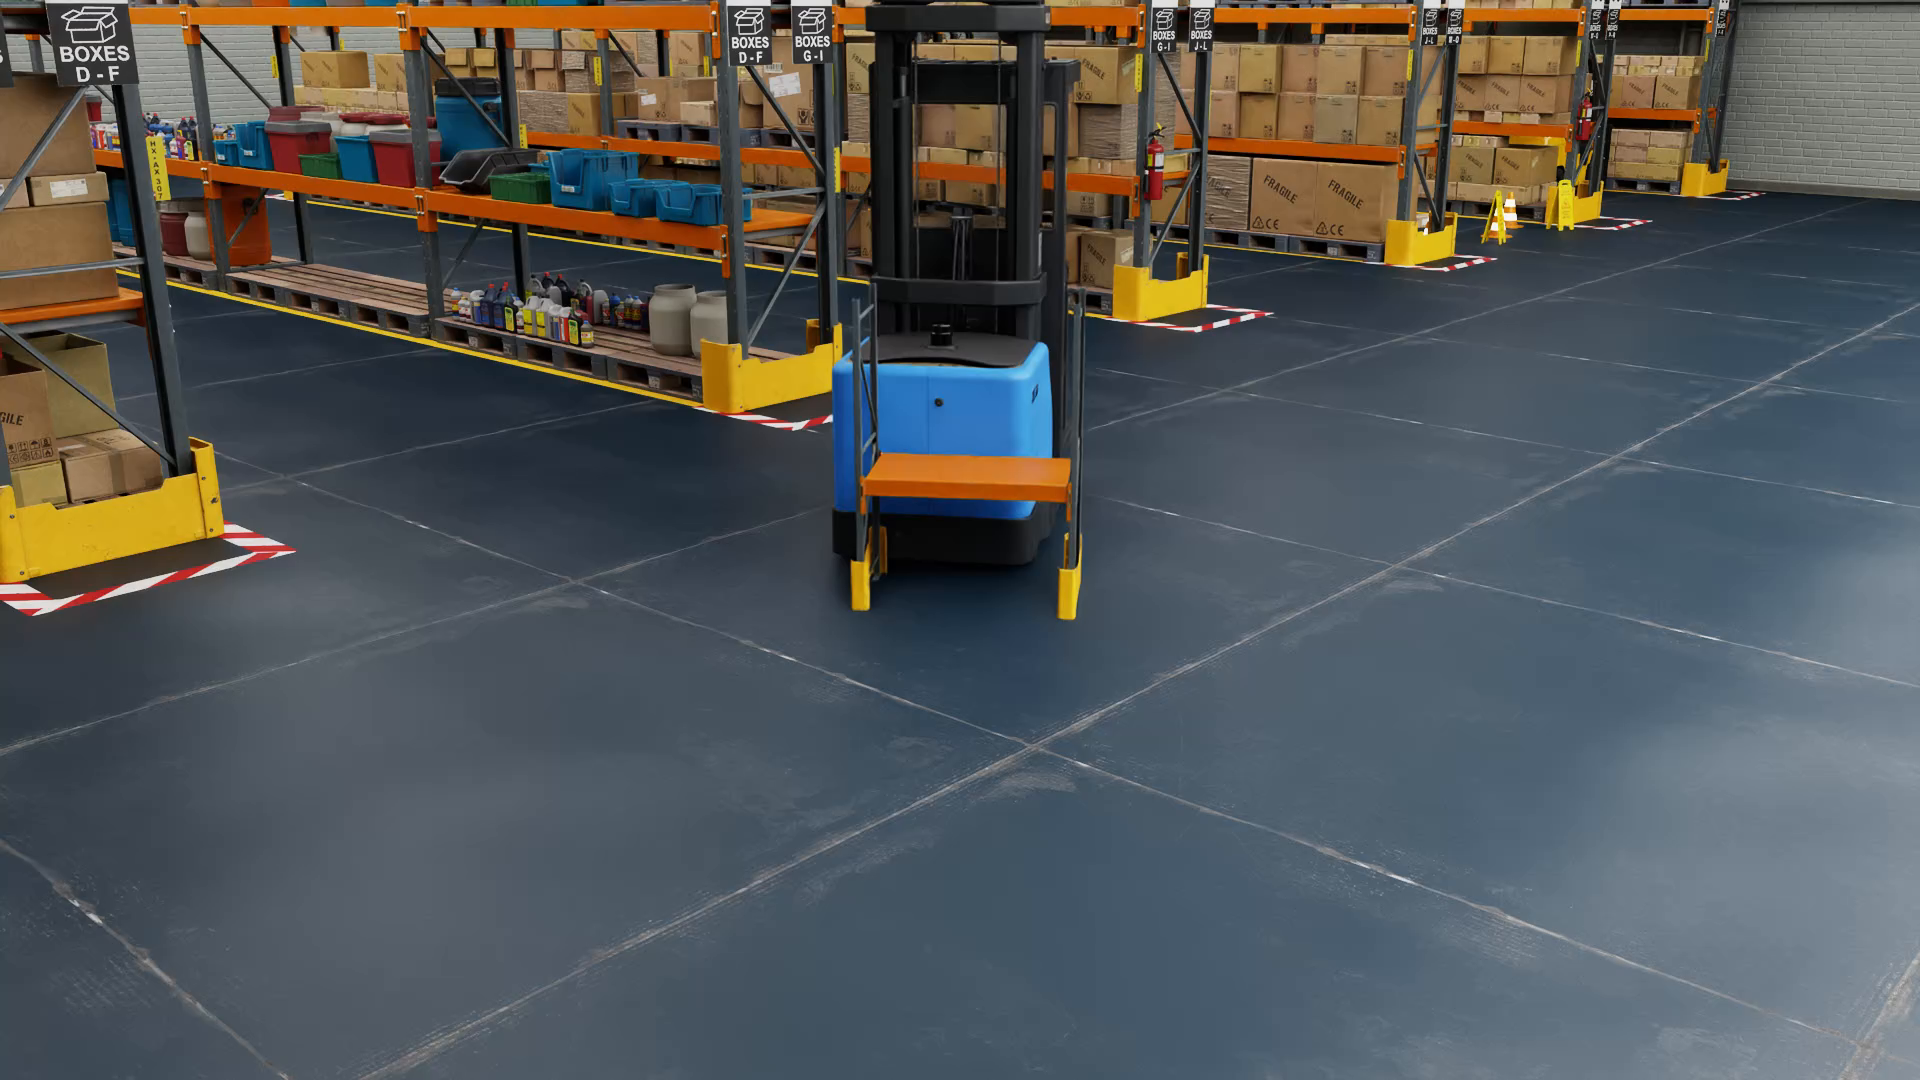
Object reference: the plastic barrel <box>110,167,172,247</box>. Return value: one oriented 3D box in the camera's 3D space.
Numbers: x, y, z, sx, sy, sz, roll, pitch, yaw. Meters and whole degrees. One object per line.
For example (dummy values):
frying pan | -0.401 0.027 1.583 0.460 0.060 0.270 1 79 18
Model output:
plastic barrel | -9.349 -3.847 19.051 0.708 0.901 0.600 15 23 39

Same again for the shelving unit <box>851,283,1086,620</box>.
shelving unit | 0.044 -0.441 8.020 1.083 1.500 0.587 2 18 7

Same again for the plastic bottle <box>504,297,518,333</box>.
plastic bottle | -3.726 -1.875 13.824 0.133 0.283 0.061 16 24 42

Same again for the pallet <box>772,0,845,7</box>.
pallet | -1.394 -5.905 18.112 1.003 0.211 1.213 15 23 39

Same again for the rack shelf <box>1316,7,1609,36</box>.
rack shelf | 7.070 -7.344 23.525 4.000 0.370 1.077 15 23 39

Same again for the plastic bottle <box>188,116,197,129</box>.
plastic bottle | -8.546 -4.547 18.563 0.185 0.351 0.144 15 23 39

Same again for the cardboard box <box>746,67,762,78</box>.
cardboard box | -3.042 -7.149 25.416 0.250 0.149 0.380 15 23 39

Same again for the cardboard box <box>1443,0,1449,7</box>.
cardboard box | 6.935 -7.473 23.155 0.250 0.149 0.380 15 23 39

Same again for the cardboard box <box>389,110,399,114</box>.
cardboard box | -7.817 -5.994 23.455 0.250 0.149 0.380 15 23 38

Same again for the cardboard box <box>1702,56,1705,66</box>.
cardboard box | 11.749 -7.594 26.352 0.250 0.149 0.380 14 23 38

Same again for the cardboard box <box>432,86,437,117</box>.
cardboard box | -6.809 -5.922 22.648 0.500 0.500 0.500 15 23 39

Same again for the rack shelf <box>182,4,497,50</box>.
rack shelf | -5.787 -4.785 15.460 4.000 0.370 1.077 15 23 39

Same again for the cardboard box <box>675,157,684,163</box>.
cardboard box | -4.488 -6.201 27.219 0.250 0.149 0.380 14 22 37

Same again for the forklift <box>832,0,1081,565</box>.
forklift | 0.089 -1.673 9.537 1.130 2.935 3.031 3 18 9

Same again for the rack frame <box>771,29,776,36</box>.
rack frame | -3.401 -9.069 32.728 0.127 3.000 1.000 15 23 39

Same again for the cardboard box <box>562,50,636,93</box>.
cardboard box | -4.531 -5.896 20.909 0.637 0.503 0.797 16 24 41

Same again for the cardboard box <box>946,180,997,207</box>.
cardboard box | 0.425 -5.133 23.350 0.750 0.750 1.050 15 23 40

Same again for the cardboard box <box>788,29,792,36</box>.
cardboard box | -3.076 -9.732 31.926 0.250 0.149 0.380 16 23 41

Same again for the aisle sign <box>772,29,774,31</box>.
aisle sign | -3.647 -10.256 32.173 0.004 0.787 0.394 15 23 39

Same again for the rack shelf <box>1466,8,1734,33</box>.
rack shelf | 10.362 -8.468 27.066 4.000 0.370 1.077 15 23 39

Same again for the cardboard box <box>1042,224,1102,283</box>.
cardboard box | 1.063 -2.864 16.615 0.500 0.500 0.500 -11 21 -31

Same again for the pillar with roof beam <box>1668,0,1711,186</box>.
pillar with roof beam | 9.078 -9.209 23.252 0.400 9.000 9.100 15 23 39

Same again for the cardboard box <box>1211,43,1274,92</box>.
cardboard box | 3.419 -5.800 20.394 0.550 0.550 0.875 15 23 39

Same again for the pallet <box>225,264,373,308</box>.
pallet | -6.729 -2.606 16.975 1.213 0.211 1.003 15 23 39

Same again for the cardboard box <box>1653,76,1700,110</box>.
cardboard box | 11.316 -7.067 26.255 0.500 0.500 0.500 14 23 38

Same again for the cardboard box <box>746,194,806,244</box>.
cardboard box | -2.211 -3.776 19.455 0.500 0.500 0.700 13 22 35

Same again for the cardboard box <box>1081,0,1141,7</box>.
cardboard box | 1.459 -5.011 15.233 0.500 0.250 0.500 16 23 40

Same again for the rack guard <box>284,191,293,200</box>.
rack guard | -9.997 -5.640 26.056 0.348 0.500 1.175 15 23 39

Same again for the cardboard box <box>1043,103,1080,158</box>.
cardboard box | 1.142 -3.993 16.078 0.500 0.500 0.875 15 23 39

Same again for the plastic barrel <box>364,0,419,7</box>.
plastic barrel | -4.815 -5.018 14.177 0.708 0.901 0.600 15 23 39

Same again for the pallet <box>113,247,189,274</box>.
pallet | -8.808 -3.164 18.733 1.213 0.211 1.003 15 23 39

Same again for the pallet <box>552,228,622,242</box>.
pallet | -4.535 -4.066 21.576 1.213 0.211 1.003 15 23 39

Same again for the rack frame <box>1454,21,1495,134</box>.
rack frame | 8.866 -7.783 28.677 0.127 3.000 1.000 15 23 39

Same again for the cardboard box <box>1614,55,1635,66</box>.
cardboard box | 10.626 -7.686 26.640 0.250 0.149 0.380 16 23 41

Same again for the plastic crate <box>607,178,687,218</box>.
plastic crate | -2.354 -2.587 12.550 0.408 0.251 0.499 15 23 39

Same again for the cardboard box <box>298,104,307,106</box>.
cardboard box | -9.739 -6.510 25.080 0.250 0.149 0.380 15 23 38

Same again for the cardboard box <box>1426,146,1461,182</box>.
cardboard box | 7.029 -5.412 23.817 0.500 0.500 0.500 14 23 38

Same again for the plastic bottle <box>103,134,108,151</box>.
plastic bottle | -9.420 -4.413 18.388 0.097 0.201 0.097 0 18 0

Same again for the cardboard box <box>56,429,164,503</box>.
cardboard box | -4.843 -0.421 9.331 0.500 0.250 0.500 15 23 39

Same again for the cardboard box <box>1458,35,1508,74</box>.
cardboard box | 7.216 -6.758 23.136 0.500 0.500 0.700 15 23 39

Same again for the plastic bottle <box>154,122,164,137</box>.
plastic bottle | -9.083 -4.602 18.866 0.097 0.271 0.097 0 18 0

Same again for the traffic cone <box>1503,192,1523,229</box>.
traffic cone | 7.388 -4.441 22.341 0.334 0.463 0.336 15 23 39

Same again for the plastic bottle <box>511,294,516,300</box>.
plastic bottle | -3.774 -1.948 14.074 0.097 0.271 0.097 0 18 0

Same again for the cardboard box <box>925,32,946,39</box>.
cardboard box | -0.473 -9.221 30.317 0.250 0.149 0.380 15 23 38

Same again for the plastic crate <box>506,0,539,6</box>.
plastic crate | -3.292 -4.247 12.926 0.450 0.188 0.336 15 23 39

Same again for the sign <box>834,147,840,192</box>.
sign | -0.931 -2.749 12.357 0.005 0.325 0.100 15 23 39

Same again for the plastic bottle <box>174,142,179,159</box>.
plastic bottle | -8.115 -4.063 17.284 0.097 0.201 0.097 0 18 0

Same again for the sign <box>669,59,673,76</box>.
sign | -3.642 -5.859 20.831 0.005 0.325 0.100 15 23 39

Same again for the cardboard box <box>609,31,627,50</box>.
cardboard box | -5.695 -8.235 27.790 0.500 0.500 0.500 14 23 38

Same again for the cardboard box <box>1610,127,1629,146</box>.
cardboard box | 10.537 -6.568 27.047 0.500 0.250 0.500 15 23 40

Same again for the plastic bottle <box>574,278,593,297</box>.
plastic bottle | -3.233 -2.076 14.346 0.185 0.351 0.144 15 23 39

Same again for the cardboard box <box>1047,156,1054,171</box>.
cardboard box | 1.054 -3.647 16.061 0.250 0.149 0.380 15 23 39
